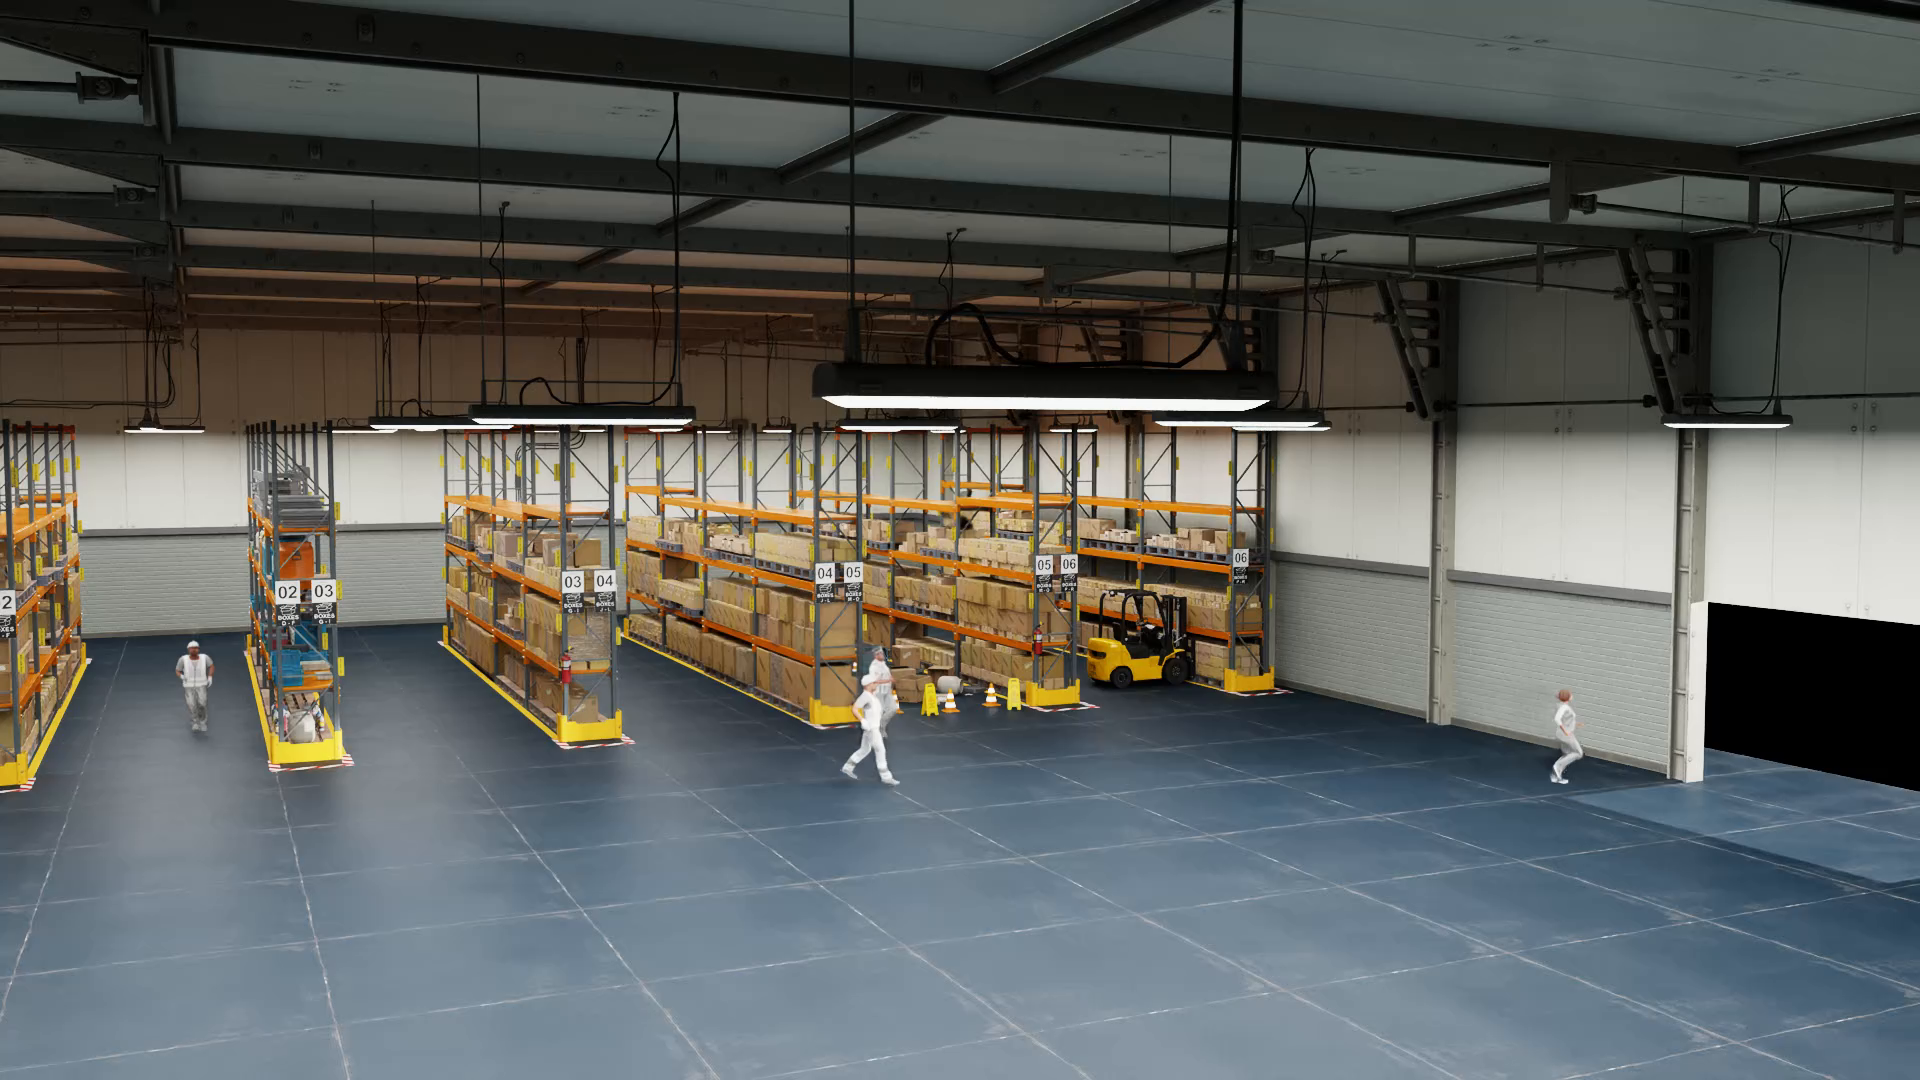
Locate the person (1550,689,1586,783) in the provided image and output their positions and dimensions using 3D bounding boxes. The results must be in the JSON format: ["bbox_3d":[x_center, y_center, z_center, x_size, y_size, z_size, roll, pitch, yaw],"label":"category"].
[{"bbox_3d":[10.010,3.228,27.339,0.538,1.559,0.522,1,4,10],"label":"person"}]

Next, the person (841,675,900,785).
[{"bbox_3d":[-1.463,3.093,27.201,0.981,1.785,0.658,0,4,2],"label":"person"}]

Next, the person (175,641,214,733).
[{"bbox_3d":[-14.751,2.838,32.052,0.671,1.777,0.675,-1,4,-22],"label":"person"}]

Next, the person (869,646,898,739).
[{"bbox_3d":[-1.499,2.880,31.413,0.682,1.788,0.640,2,4,27],"label":"person"}]

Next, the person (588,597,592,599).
[{"bbox_3d":[-10.717,1.971,47.072,0.671,1.633,0.514,1,4,13],"label":"person"}]
